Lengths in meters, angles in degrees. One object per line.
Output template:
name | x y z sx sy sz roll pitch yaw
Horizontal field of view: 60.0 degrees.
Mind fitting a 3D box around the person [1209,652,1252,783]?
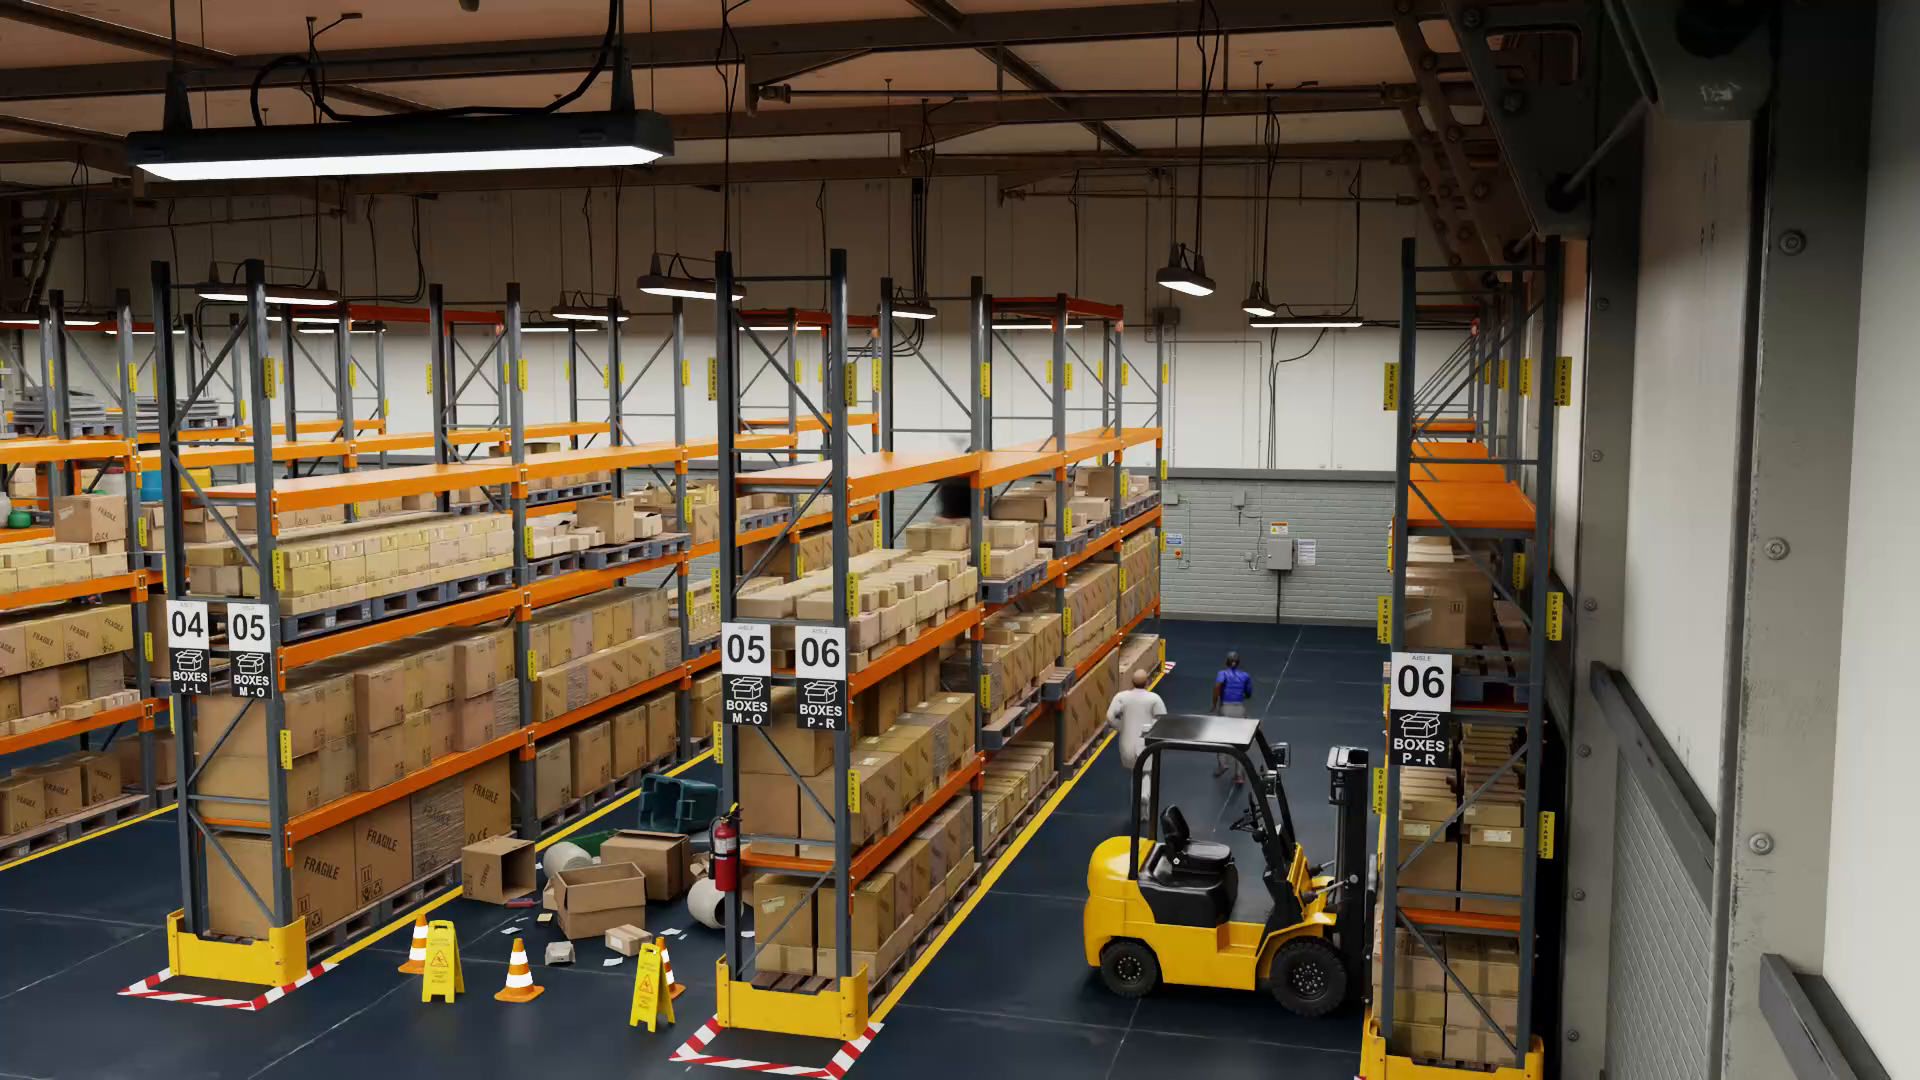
person | 3.371 2.200 20.719 0.568 1.576 0.915 0 6 -1

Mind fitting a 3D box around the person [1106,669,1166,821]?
person | 1.994 2.333 18.700 0.710 1.756 0.727 2 6 18
